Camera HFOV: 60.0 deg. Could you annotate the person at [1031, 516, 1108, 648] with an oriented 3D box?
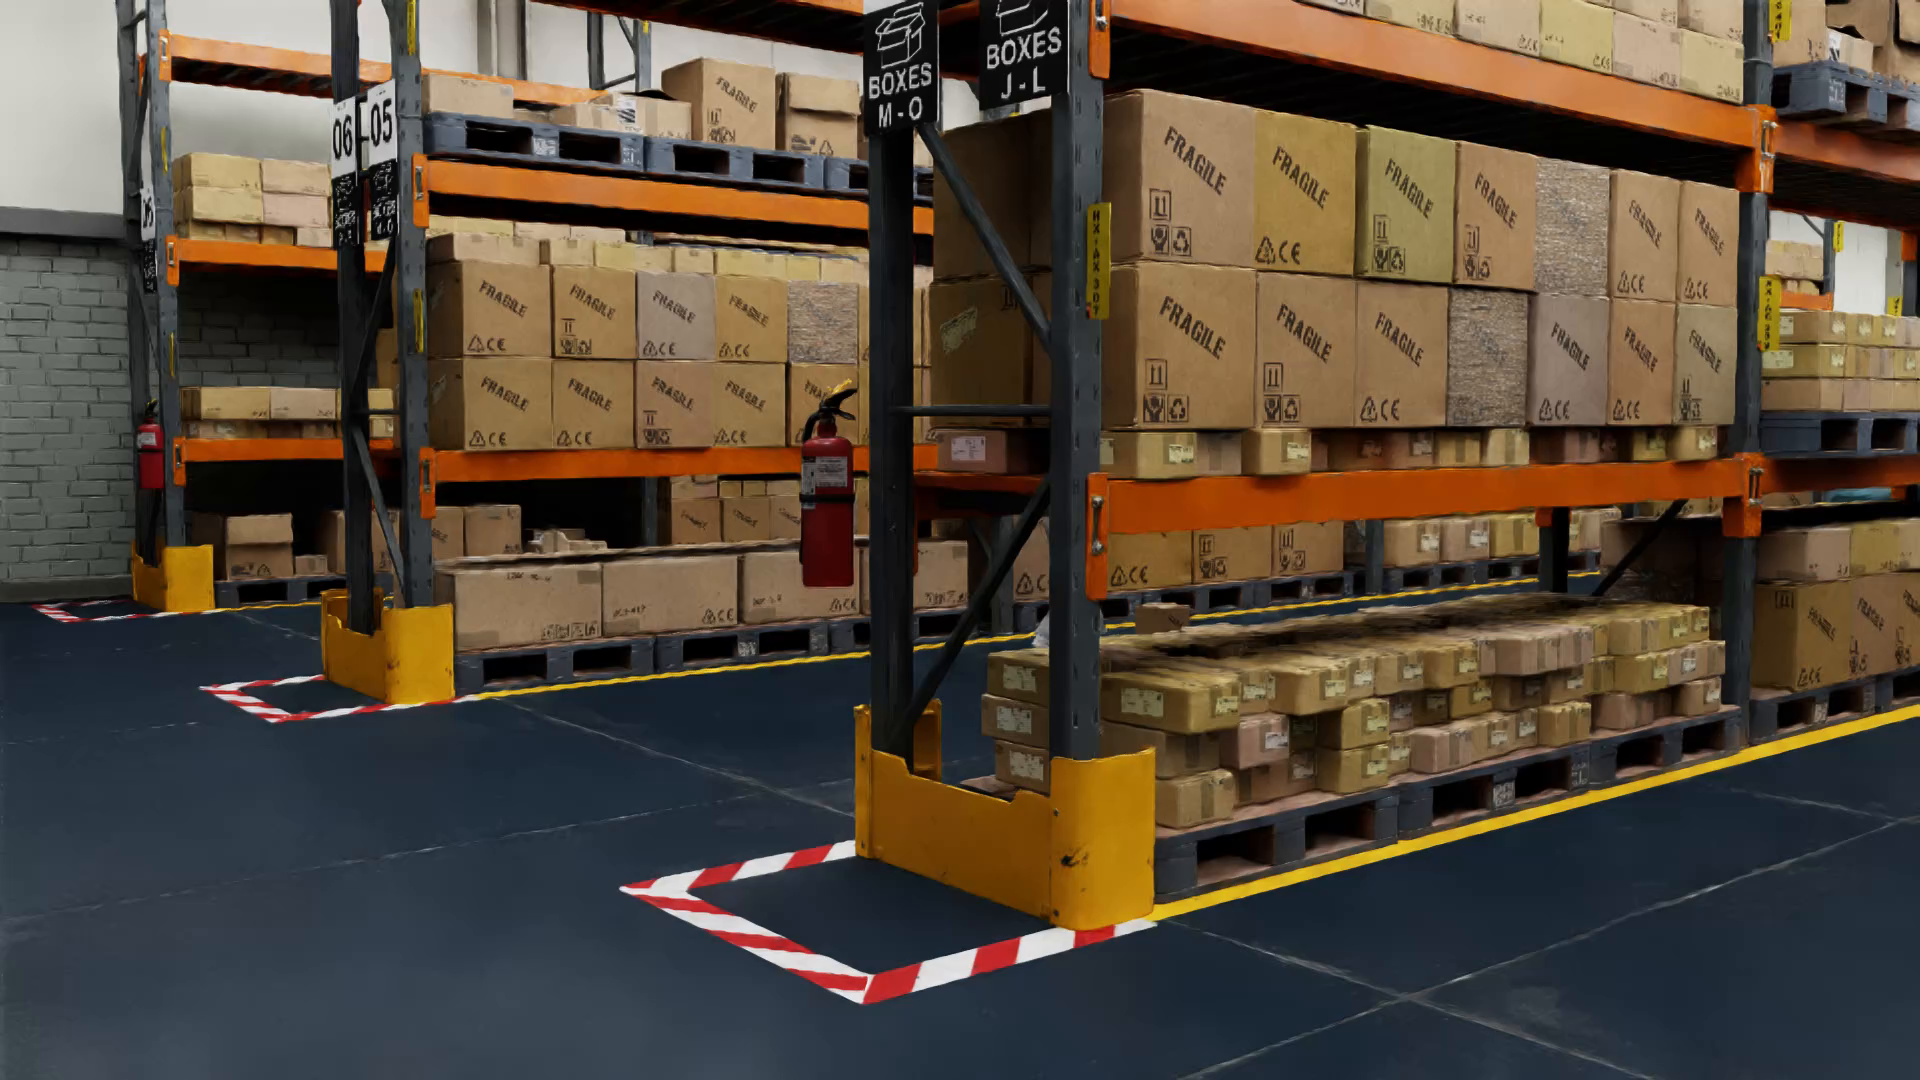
[{"bbox_3d":[0.719,-0.092,10.097,0.755,1.655,0.533,-3,5,-37],"label":"person"}]
